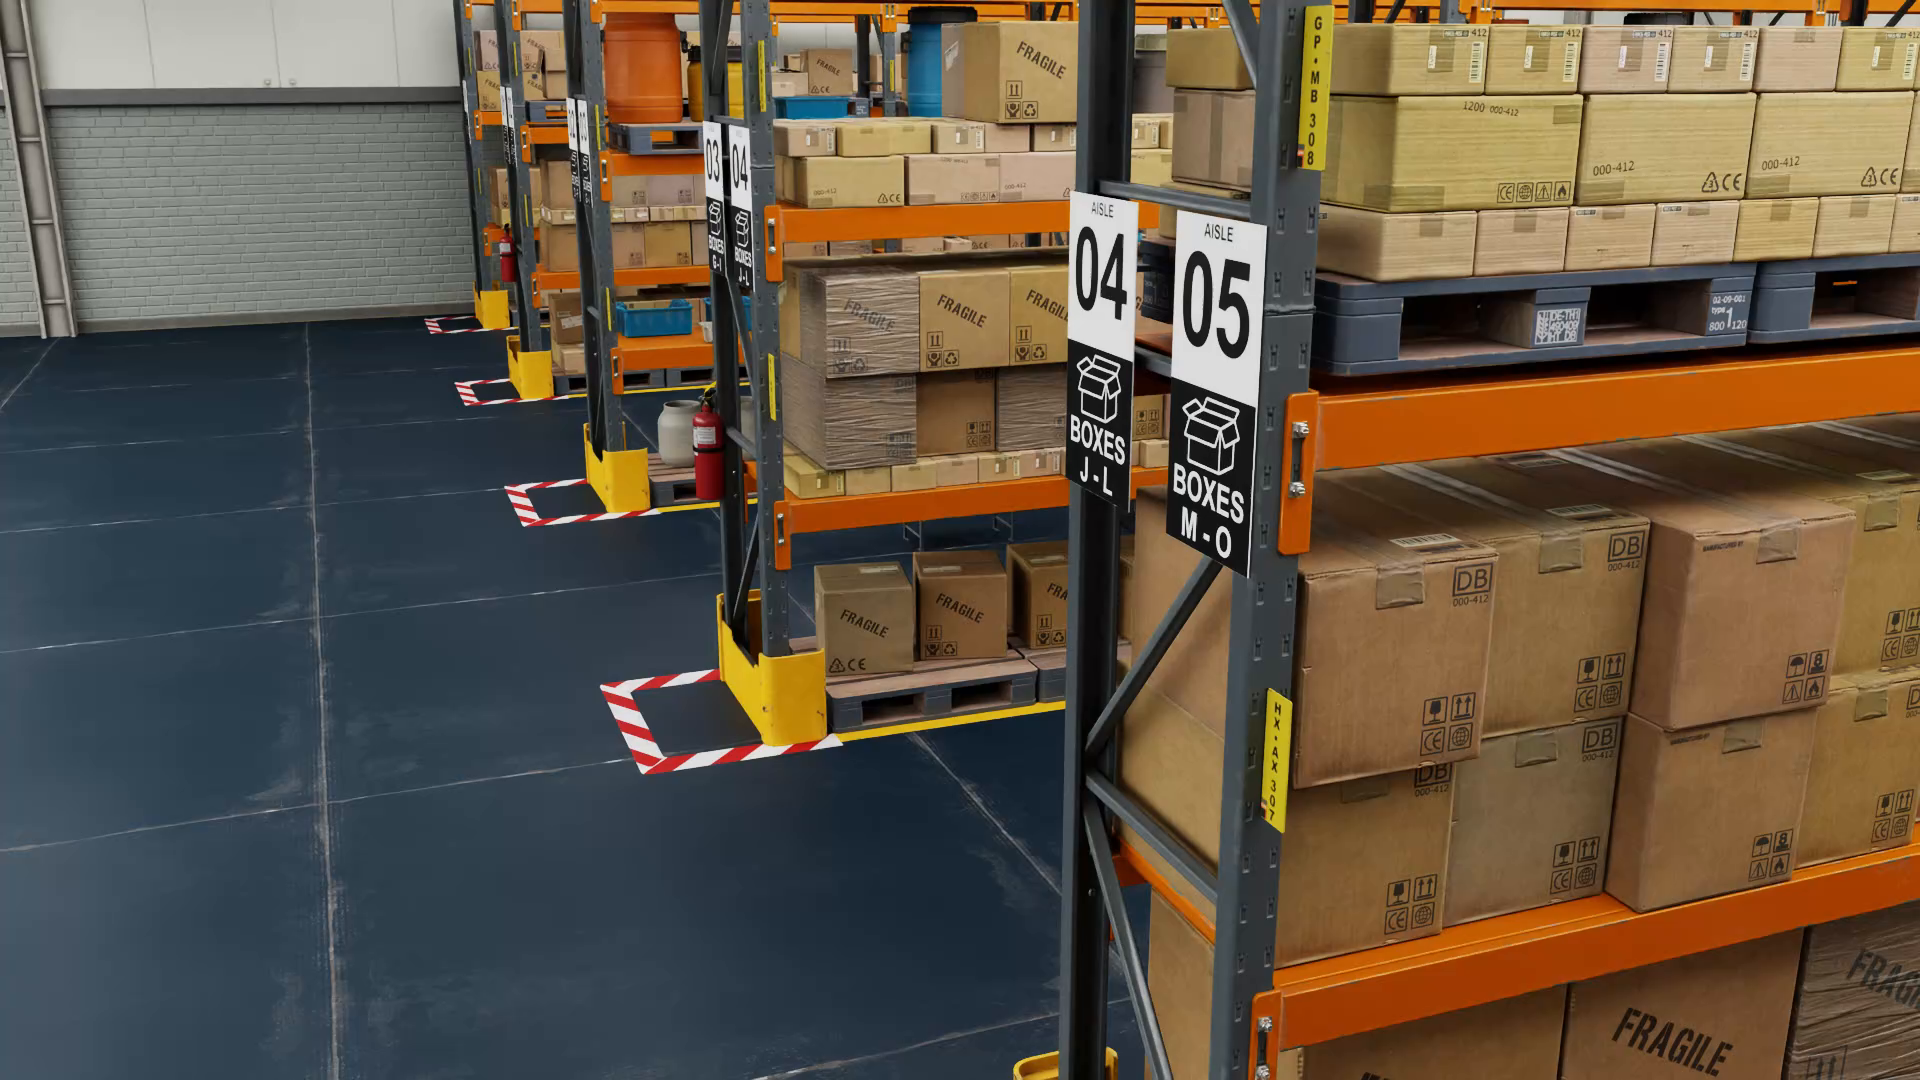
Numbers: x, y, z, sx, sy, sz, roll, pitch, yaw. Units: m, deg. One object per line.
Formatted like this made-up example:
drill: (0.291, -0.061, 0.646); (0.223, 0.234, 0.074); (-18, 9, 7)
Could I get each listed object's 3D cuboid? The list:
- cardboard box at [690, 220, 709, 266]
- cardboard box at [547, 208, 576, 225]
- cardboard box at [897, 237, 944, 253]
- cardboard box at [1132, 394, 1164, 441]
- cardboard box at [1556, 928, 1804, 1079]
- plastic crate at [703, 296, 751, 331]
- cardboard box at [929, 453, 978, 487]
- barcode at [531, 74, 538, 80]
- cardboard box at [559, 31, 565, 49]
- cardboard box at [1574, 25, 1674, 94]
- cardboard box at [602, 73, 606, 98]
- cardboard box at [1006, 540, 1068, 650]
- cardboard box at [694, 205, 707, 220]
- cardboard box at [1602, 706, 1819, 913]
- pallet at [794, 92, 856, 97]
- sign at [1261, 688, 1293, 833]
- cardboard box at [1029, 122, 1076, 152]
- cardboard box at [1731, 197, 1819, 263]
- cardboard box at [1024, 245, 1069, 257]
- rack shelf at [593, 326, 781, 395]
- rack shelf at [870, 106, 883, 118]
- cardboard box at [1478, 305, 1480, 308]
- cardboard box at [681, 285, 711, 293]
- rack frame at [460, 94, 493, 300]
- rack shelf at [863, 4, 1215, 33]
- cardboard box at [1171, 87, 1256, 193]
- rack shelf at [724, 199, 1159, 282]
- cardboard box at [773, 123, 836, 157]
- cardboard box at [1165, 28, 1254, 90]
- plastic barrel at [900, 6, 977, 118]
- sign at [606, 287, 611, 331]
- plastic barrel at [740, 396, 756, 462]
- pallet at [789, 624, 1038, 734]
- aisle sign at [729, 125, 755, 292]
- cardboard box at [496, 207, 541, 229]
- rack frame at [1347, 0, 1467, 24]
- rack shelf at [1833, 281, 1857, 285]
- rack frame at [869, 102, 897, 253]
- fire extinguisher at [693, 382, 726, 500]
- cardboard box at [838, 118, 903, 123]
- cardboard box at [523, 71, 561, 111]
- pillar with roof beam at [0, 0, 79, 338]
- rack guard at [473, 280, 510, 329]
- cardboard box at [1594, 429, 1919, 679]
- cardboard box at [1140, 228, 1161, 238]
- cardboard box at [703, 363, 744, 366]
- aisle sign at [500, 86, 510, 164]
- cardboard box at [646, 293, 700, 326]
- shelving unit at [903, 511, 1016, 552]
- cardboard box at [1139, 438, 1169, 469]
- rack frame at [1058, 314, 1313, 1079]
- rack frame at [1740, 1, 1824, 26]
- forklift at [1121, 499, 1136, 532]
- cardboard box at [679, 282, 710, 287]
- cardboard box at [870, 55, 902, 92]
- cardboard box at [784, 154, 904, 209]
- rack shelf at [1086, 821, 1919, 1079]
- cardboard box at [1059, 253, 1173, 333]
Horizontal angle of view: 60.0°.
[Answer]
cardboard box: (-2.796, -3.352, 18.512); (0.500, 0.500, 0.700); (-6, 17, -18)
cardboard box: (-4.238, -3.446, 17.680); (0.250, 0.149, 0.380); (-6, 18, -20)
cardboard box: (-0.502, -3.496, 19.446); (0.500, 0.250, 0.500); (-5, 17, -17)
cardboard box: (0.761, -0.904, 9.648); (0.500, 0.500, 0.875); (-6, 17, -20)
cardboard box: (1.971, 1.461, 5.324); (0.875, 0.875, 0.875); (-6, 18, -21)
plastic crate: (-1.944, -1.922, 14.083); (0.408, 0.251, 0.499); (-6, 17, -20)
cardboard box: (-0.084, -0.414, 9.132); (0.250, 0.149, 0.380); (-6, 17, -20)
barcode: (-4.572, -4.979, 17.875); (0.075, 0.075, 0.001); (-6, 17, -20)
cardboard box: (-5.050, -6.450, 21.928); (0.500, 0.500, 0.500); (-6, 17, -19)
cardboard box: (1.439, -1.133, 3.918); (0.250, 0.149, 0.380); (-6, 18, -21)
cardboard box: (-3.701, -4.925, 17.995); (0.500, 0.250, 0.500); (-6, 17, -20)
cardboard box: (0.586, 0.315, 9.893); (0.500, 0.500, 0.500); (-4, 17, -15)
cardboard box: (-2.802, -3.600, 18.207); (0.250, 0.149, 0.380); (-6, 17, -20)
cardboard box: (1.944, 0.612, 4.923); (0.550, 0.550, 0.875); (-6, 17, -20)
pallet: (-2.108, -6.193, 23.374); (1.003, 0.211, 1.213); (-6, 17, -20)
sign: (0.733, 0.512, 3.855); (0.005, 0.325, 0.100); (-6, 17, -20)
cardboard box: (0.426, -2.145, 8.812); (0.250, 0.149, 0.380); (-7, 18, -23)
cardboard box: (1.918, -0.802, 4.205); (0.250, 0.149, 0.380); (-6, 17, -20)
cardboard box: (0.687, -1.438, 9.690); (0.500, 0.500, 0.500); (-6, 17, -20)
rack shelf: (-1.045, -1.656, 14.192); (4.000, 0.370, 1.077); (-6, 17, -20)
rack shelf: (-0.855, -6.106, 24.019); (4.000, 0.370, 1.077); (-6, 17, -20)
cardboard box: (3.387, -1.433, 10.343); (1.000, 1.000, 1.000); (-6, 17, -20)
cardboard box: (-2.891, -2.633, 19.044); (0.500, 0.500, 0.500); (-6, 17, -20)
rack frame: (-6.458, -4.407, 22.280); (0.127, 3.000, 1.000); (-6, 17, -20)
rack shelf: (0.921, -6.050, 19.216); (4.000, 0.370, 1.077); (-6, 17, -20)
cardboard box: (0.897, -1.064, 4.390); (0.500, 0.250, 0.500); (-6, 17, -19)
rack shelf: (0.727, -1.793, 9.332); (4.000, 0.370, 1.077); (-6, 17, -20)
cardboard box: (-0.800, -2.022, 8.396); (0.250, 0.149, 0.380); (-6, 18, -20)
cardboard box: (0.733, -1.256, 4.335); (0.250, 0.149, 0.380); (-6, 17, -20)
plastic barrel: (-0.145, -4.012, 13.979); (0.708, 0.901, 0.600); (-6, 17, -20)
sign: (-2.720, -1.788, 12.871); (0.005, 0.325, 0.100); (-6, 17, -20)
plastic barrel: (-1.857, -0.945, 14.162); (0.421, 0.512, 0.421); (0, 16, 0)
pallet: (-0.298, 0.761, 9.633); (1.213, 0.211, 1.003); (-6, 17, -20)
aisle sign: (-1.091, -1.659, 8.310); (0.004, 0.787, 0.394); (-6, 17, -20)
cardboard box: (-5.888, -4.310, 22.182); (0.500, 0.250, 0.500); (-7, 18, -22)
rack frame: (2.595, -3.779, 9.495); (0.127, 3.000, 1.000); (-6, 17, -20)
rack shelf: (10.161, -2.866, 18.312); (4.000, 0.370, 1.077); (-6, 17, -20)
rack frame: (-0.946, -3.507, 19.217); (0.127, 3.000, 1.000); (-6, 17, -20)
fire extinguisher: (-1.412, -0.569, 9.351); (0.183, 0.674, 0.296); (-6, 17, -20)
cardboard box: (-0.491, -2.217, 9.060); (0.250, 0.149, 0.380); (-7, 18, -22)
cardboard box: (-5.542, -5.916, 21.884); (0.500, 0.500, 0.500); (-5, 17, -16)
pillar with roof beam: (-10.176, -5.846, 16.533); (0.400, 9.000, 9.100); (-6, 17, -20)
rack guard: (-6.387, -3.215, 22.659); (0.348, 0.500, 1.175); (-6, 17, -20)
cardboard box: (2.401, 0.013, 5.048); (0.500, 0.550, 0.875); (-6, 17, -20)
cardboard box: (2.434, -3.842, 20.517); (0.500, 0.311, 0.500); (-5, 17, -17)
cardboard box: (-2.700, -2.132, 18.670); (0.500, 0.250, 0.500); (-6, 17, -20)
aisle sign: (-4.848, -4.422, 17.718); (0.004, 0.787, 0.394); (-6, 17, -20)
cardboard box: (-3.173, -2.446, 18.407); (0.500, 0.500, 0.500); (-6, 17, -20)
shelving unit: (-0.006, -0.719, 12.385); (0.755, 1.500, 0.431); (-6, 17, -20)
cardboard box: (1.093, -0.533, 9.536); (0.250, 0.149, 0.380); (-6, 17, -20)
rack frame: (0.540, 0.818, 4.488); (0.127, 3.000, 1.000); (-6, 17, -20)
rack frame: (8.293, -5.888, 16.679); (0.127, 3.000, 1.000); (-6, 17, -20)
forklift: (2.715, -1.583, 12.786); (3.031, 2.935, 1.130); (-4, 17, -12)
cardboard box: (-3.677, -3.706, 23.552); (0.500, 0.500, 0.500); (-8, 18, -24)
cardboard box: (-1.032, -6.657, 23.697); (0.500, 0.500, 0.500); (-7, 18, -22)
cardboard box: (-0.598, -1.845, 8.499); (0.500, 0.250, 0.500); (-6, 17, -18)
rack shelf: (2.408, 0.962, 5.276); (4.000, 0.370, 1.077); (-6, 17, -20)
cardboard box: (0.871, -1.302, 9.230); (0.500, 0.500, 0.500); (-6, 17, -20)
